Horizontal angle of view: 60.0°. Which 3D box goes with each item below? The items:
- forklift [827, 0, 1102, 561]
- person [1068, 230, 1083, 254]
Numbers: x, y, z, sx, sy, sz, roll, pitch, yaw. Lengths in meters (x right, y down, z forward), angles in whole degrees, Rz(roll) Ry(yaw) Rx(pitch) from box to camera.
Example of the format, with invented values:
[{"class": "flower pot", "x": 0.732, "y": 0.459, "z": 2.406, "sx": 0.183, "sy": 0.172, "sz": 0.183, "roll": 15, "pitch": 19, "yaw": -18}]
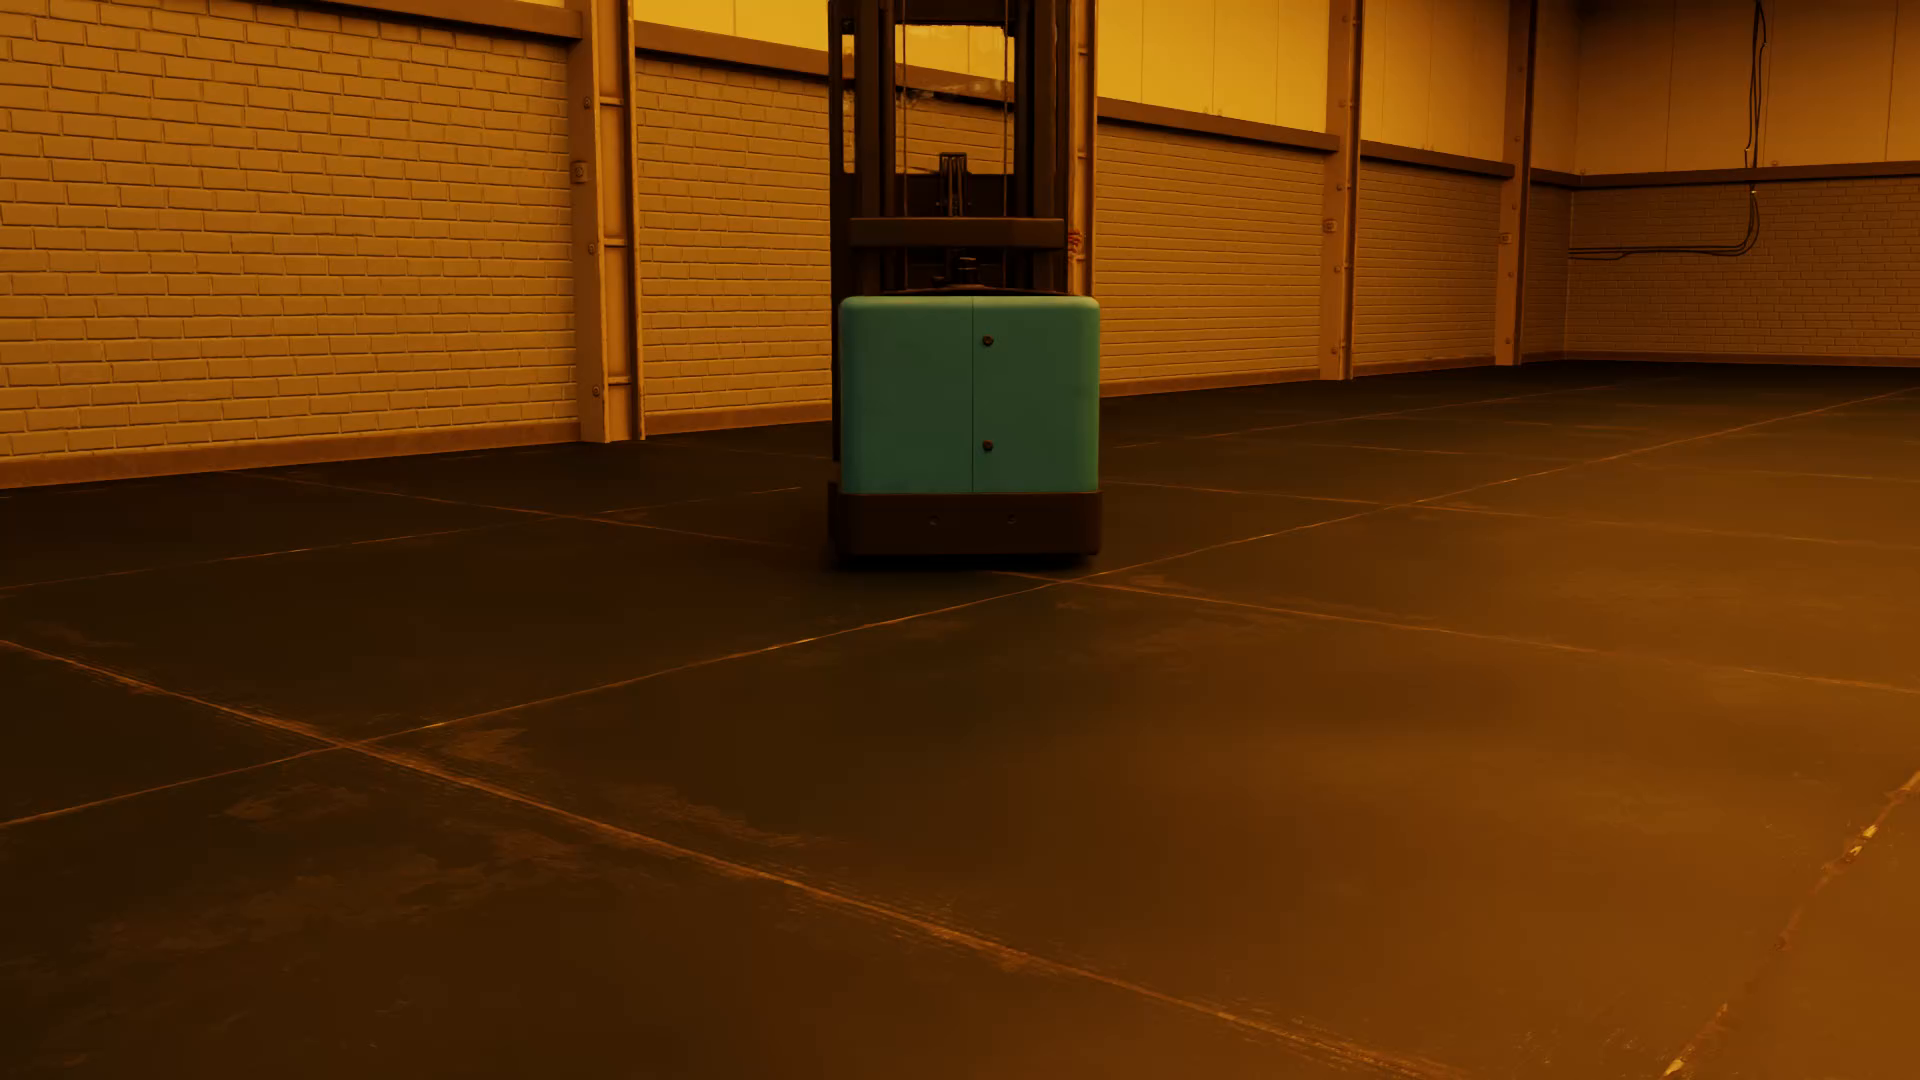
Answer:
[{"class": "forklift", "x": -0.070, "y": -1.542, "z": 7.818, "sx": 1.130, "sy": 2.935, "sz": 3.031, "roll": -1, "pitch": 8, "yaw": -5}, {"class": "person", "x": 0.296, "y": -1.125, "z": 8.958, "sx": 0.710, "sy": 1.576, "sz": 1.100, "roll": -2, "pitch": 9, "yaw": -15}]
